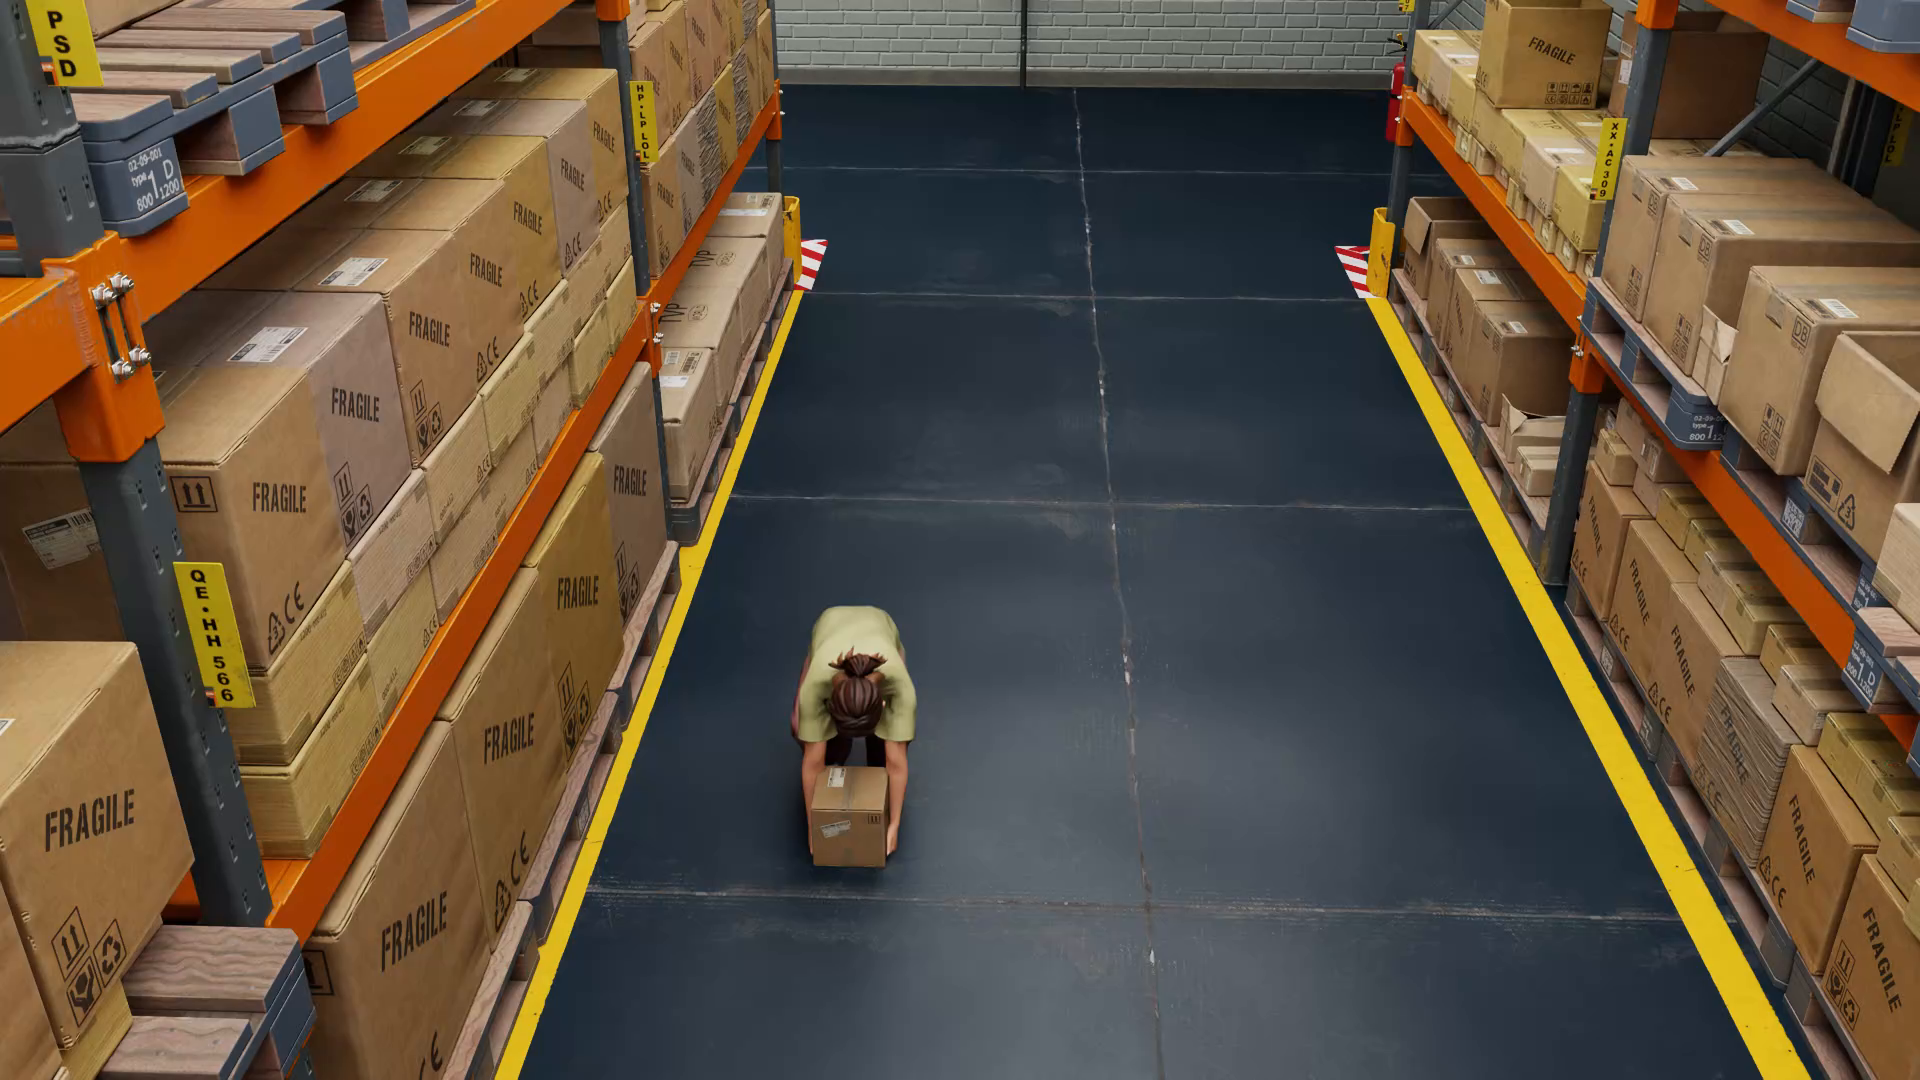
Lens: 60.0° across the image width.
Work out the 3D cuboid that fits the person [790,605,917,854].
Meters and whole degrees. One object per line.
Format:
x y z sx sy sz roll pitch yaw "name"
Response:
-0.375 0.646 6.003 0.449 0.706 0.855 0 28 1 "person"
